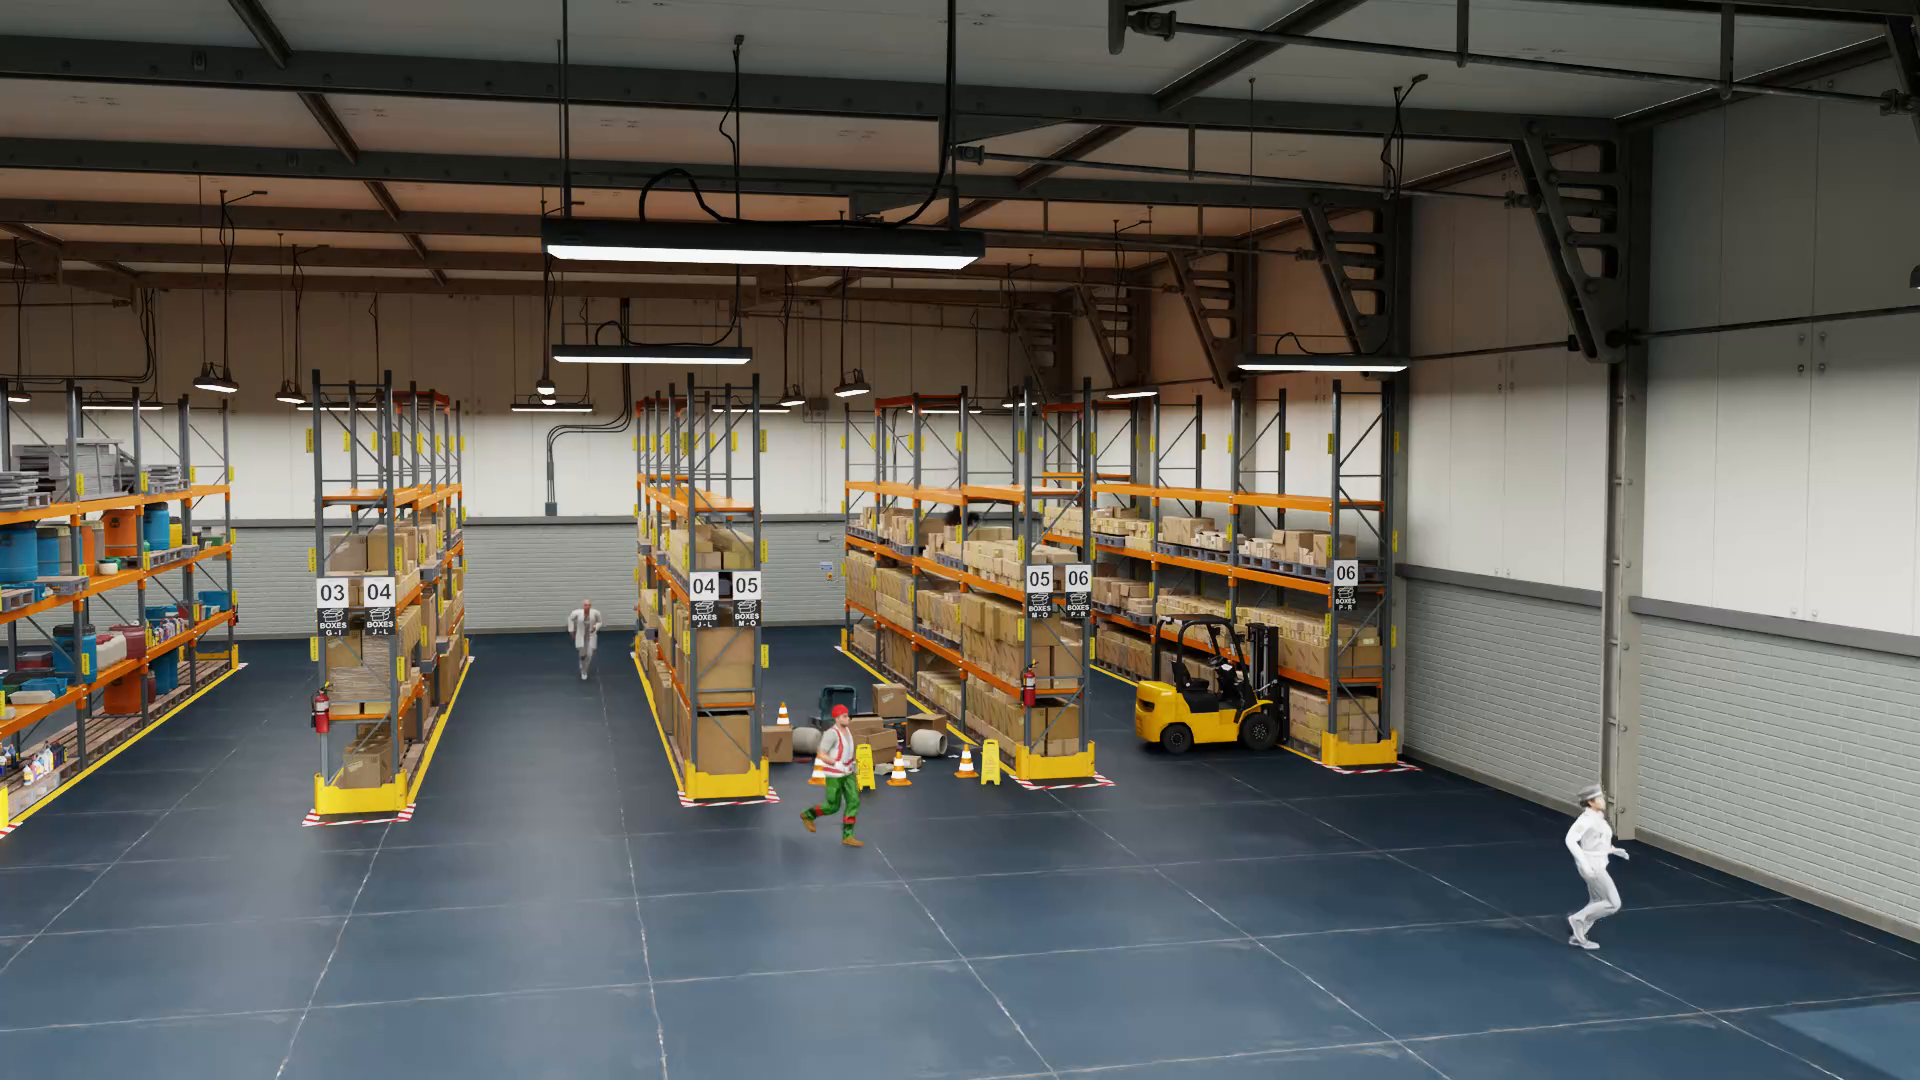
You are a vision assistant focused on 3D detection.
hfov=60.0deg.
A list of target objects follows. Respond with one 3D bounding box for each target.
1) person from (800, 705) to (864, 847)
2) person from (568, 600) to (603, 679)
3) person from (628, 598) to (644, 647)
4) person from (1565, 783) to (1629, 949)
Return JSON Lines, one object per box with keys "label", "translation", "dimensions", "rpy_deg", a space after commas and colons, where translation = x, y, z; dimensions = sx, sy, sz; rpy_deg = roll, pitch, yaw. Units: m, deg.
{"label": "person", "translation": [-1.581, 2.922, 20.795], "dimensions": [0.877, 1.759, 0.645], "rpy_deg": [2, 4, 31]}
{"label": "person", "translation": [-7.996, 2.115, 35.523], "dimensions": [0.699, 1.711, 0.782], "rpy_deg": [-1, 4, -22]}
{"label": "person", "translation": [-7.772, 1.808, 40.479], "dimensions": [0.822, 1.702, 0.792], "rpy_deg": [0, 3, 1]}
{"label": "person", "translation": [6.298, 3.227, 16.398], "dimensions": [0.548, 1.649, 0.605], "rpy_deg": [2, 4, 30]}
